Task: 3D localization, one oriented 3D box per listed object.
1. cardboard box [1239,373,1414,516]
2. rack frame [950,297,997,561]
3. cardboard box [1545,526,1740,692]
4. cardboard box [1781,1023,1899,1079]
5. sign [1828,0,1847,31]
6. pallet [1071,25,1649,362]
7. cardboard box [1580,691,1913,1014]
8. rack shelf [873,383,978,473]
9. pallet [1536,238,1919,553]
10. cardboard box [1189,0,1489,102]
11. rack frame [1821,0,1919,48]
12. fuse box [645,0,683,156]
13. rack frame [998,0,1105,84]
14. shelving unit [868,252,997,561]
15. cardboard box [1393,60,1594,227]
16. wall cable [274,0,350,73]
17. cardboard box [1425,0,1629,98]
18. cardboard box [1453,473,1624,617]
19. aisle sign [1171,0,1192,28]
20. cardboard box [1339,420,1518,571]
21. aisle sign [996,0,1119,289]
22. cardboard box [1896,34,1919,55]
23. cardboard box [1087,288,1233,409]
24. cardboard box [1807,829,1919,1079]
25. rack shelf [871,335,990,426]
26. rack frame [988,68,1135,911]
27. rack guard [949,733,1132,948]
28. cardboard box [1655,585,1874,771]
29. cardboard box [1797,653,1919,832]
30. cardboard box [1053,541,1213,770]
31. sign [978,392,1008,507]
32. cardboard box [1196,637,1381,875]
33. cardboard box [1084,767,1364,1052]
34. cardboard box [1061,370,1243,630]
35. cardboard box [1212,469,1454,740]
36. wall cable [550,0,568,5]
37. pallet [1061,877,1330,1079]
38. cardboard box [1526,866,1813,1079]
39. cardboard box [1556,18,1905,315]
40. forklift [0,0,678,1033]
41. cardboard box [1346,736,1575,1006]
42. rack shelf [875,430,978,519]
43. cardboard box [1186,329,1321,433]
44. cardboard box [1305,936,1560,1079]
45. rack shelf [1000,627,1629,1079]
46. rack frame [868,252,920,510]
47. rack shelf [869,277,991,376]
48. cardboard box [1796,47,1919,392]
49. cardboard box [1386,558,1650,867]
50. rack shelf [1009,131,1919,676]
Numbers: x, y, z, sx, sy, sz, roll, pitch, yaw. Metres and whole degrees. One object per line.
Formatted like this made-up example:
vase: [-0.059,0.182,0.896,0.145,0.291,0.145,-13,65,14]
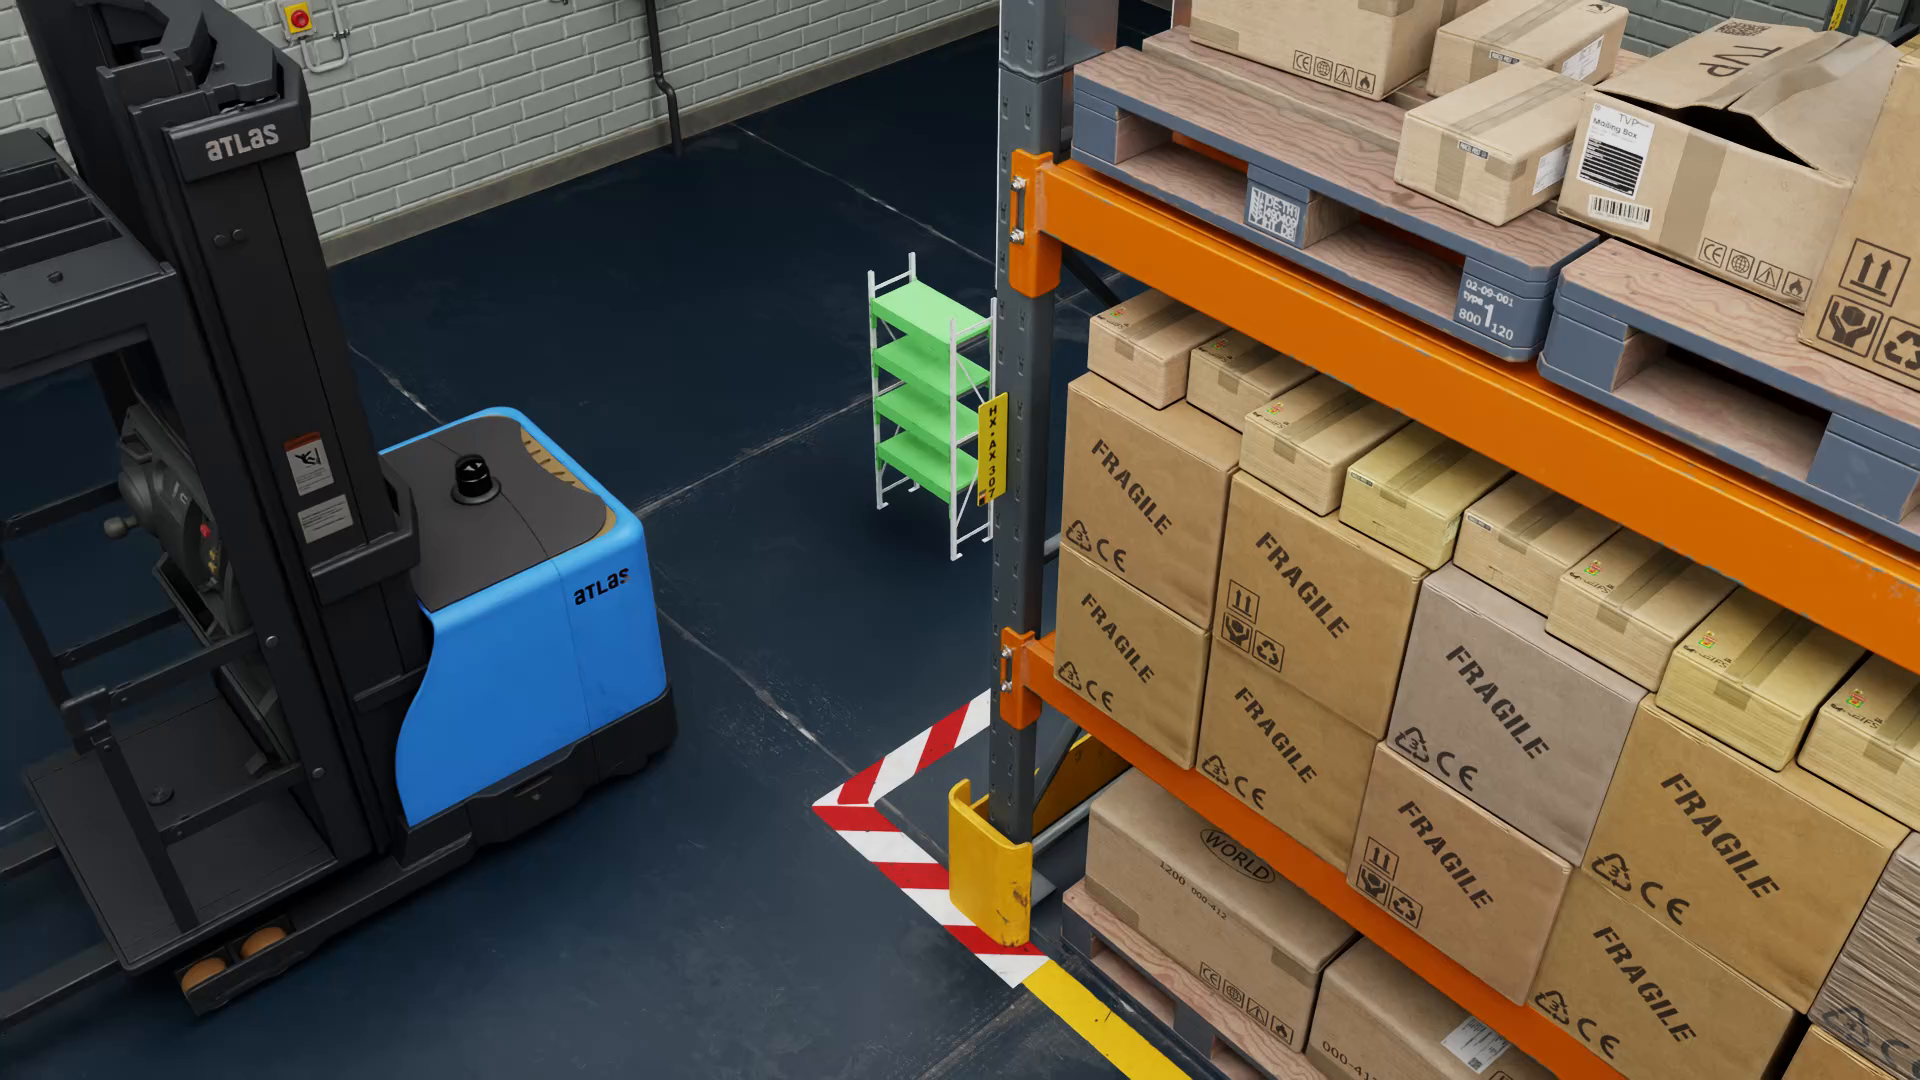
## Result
cardboard box: [0.856,-0.241,3.769,0.380,0.149,0.250,-28,47,-31]
rack frame: [0.053,-0.430,6.828,0.240,1.200,0.015,-30,48,-32]
cardboard box: [1.402,0.106,3.340,0.380,0.149,0.250,-30,47,-31]
cardboard box: [1.999,1.141,3.370,0.500,0.500,0.500,-31,48,-32]
sign: [3.753,-2.320,7.046,0.100,0.325,0.005,-30,48,-32]
pallet: [1.008,-0.896,3.656,1.003,0.211,1.213,-30,48,-32]
cardboard box: [1.660,0.514,3.351,0.500,0.500,0.500,-30,48,-32]
rack shelf: [-0.112,-0.494,7.008,0.258,0.148,0.480,-30,48,-32]
pallet: [1.838,-0.332,2.956,1.003,0.211,1.213,-30,48,-32]
cardboard box: [0.870,-1.244,3.721,0.500,0.250,0.500,30,47,31]
rack frame: [4.153,-2.214,7.604,1.000,3.000,0.127,-30,48,-32]
fuse box: [-1.686,-3.026,9.635,0.539,1.711,0.414,-30,48,-32]
rack frame: [0.499,-2.437,3.105,1.000,3.000,0.127,-30,48,-32]
shelving unit: [-0.112,-0.543,6.968,0.258,1.200,0.503,-30,48,-32]
cardboard box: [1.065,-0.773,3.219,0.380,0.149,0.250,-28,47,-30]
wall cable: [-3.332,-3.110,7.880,0.585,1.953,0.123,-30,48,-32]
cardboard box: [1.212,-1.044,3.554,0.250,0.149,0.380,30,48,32]
cardboard box: [1.264,-0.028,3.505,0.380,0.149,0.250,-29,47,-31]
aisle sign: [0.679,-1.279,4.377,0.394,0.787,0.004,-30,48,-32]
cardboard box: [1.047,-0.127,3.628,0.380,0.149,0.250,-32,49,-33]
aisle sign: [0.237,-1.024,4.062,0.394,0.787,0.004,-30,48,-32]
cardboard box: [4.261,-1.947,7.156,0.500,0.250,0.500,-30,47,-32]
cardboard box: [0.535,-0.501,4.091,0.380,0.149,0.250,-29,47,-31]
cardboard box: [1.993,0.750,3.059,0.500,0.500,0.500,-29,47,-31]
rack shelf: [-0.112,-0.680,6.857,0.258,0.148,0.480,-30,48,-32]
rack frame: [0.499,-0.103,4.990,1.000,3.000,0.127,-30,48,-32]
rack guard: [0.483,0.859,5.789,1.175,0.500,0.348,-30,48,-32]
cardboard box: [1.553,0.235,3.181,0.380,0.149,0.250,-31,48,-33]
cardboard box: [1.766,0.335,3.056,0.380,0.149,0.250,-30,48,-32]
cardboard box: [0.612,0.202,4.532,0.500,0.500,0.500,-30,48,-32]
sign: [0.086,-0.237,4.404,0.100,0.325,0.005,-30,48,-32]
cardboard box: [0.975,0.425,4.257,0.500,0.500,0.500,-31,48,-32]
cardboard box: [1.019,0.994,5.337,0.875,0.438,0.875,-32,49,-33]
cardboard box: [0.614,-0.187,4.219,0.500,0.500,0.500,-31,48,-33]
cardboard box: [0.968,0.049,3.927,0.500,0.500,0.500,-31,48,-33]
wall cable: [-2.295,-3.706,8.643,0.588,1.984,0.122,-30,48,-32]
pallet: [1.097,1.319,5.449,1.003,0.211,1.213,-30,48,-32]
cardboard box: [1.657,0.893,3.678,0.500,0.500,0.500,-28,47,-30]
cardboard box: [1.474,-0.723,3.028,0.500,0.311,0.500,-29,47,-31]
forklift: [-2.517,-0.001,4.918,3.031,2.935,1.130,-28,46,-30]
cardboard box: [1.305,0.668,3.956,0.500,0.500,0.500,-30,48,-32]
rack shelf: [-0.112,-0.307,7.159,0.258,0.148,0.480,-30,48,-32]
cardboard box: [0.765,-0.410,3.979,0.380,0.149,0.250,-29,47,-31]
cardboard box: [1.644,1.414,4.817,0.875,0.438,0.875,-29,47,-31]
rack shelf: [1.852,1.103,4.070,1.077,0.370,4.000,-30,48,-32]
rack frame: [-0.277,-0.656,7.108,0.240,1.200,0.015,-30,48,-32]
rack shelf: [-0.112,-0.867,6.706,0.258,0.148,0.480,-30,48,-32]
cardboard box: [1.752,-0.514,2.619,0.500,0.500,0.500,-29,47,-31]
cardboard box: [1.322,0.284,3.636,0.500,0.500,0.500,-30,48,-32]
rack shelf: [1.852,-0.064,3.127,1.077,0.370,4.000,-30,48,-32]
